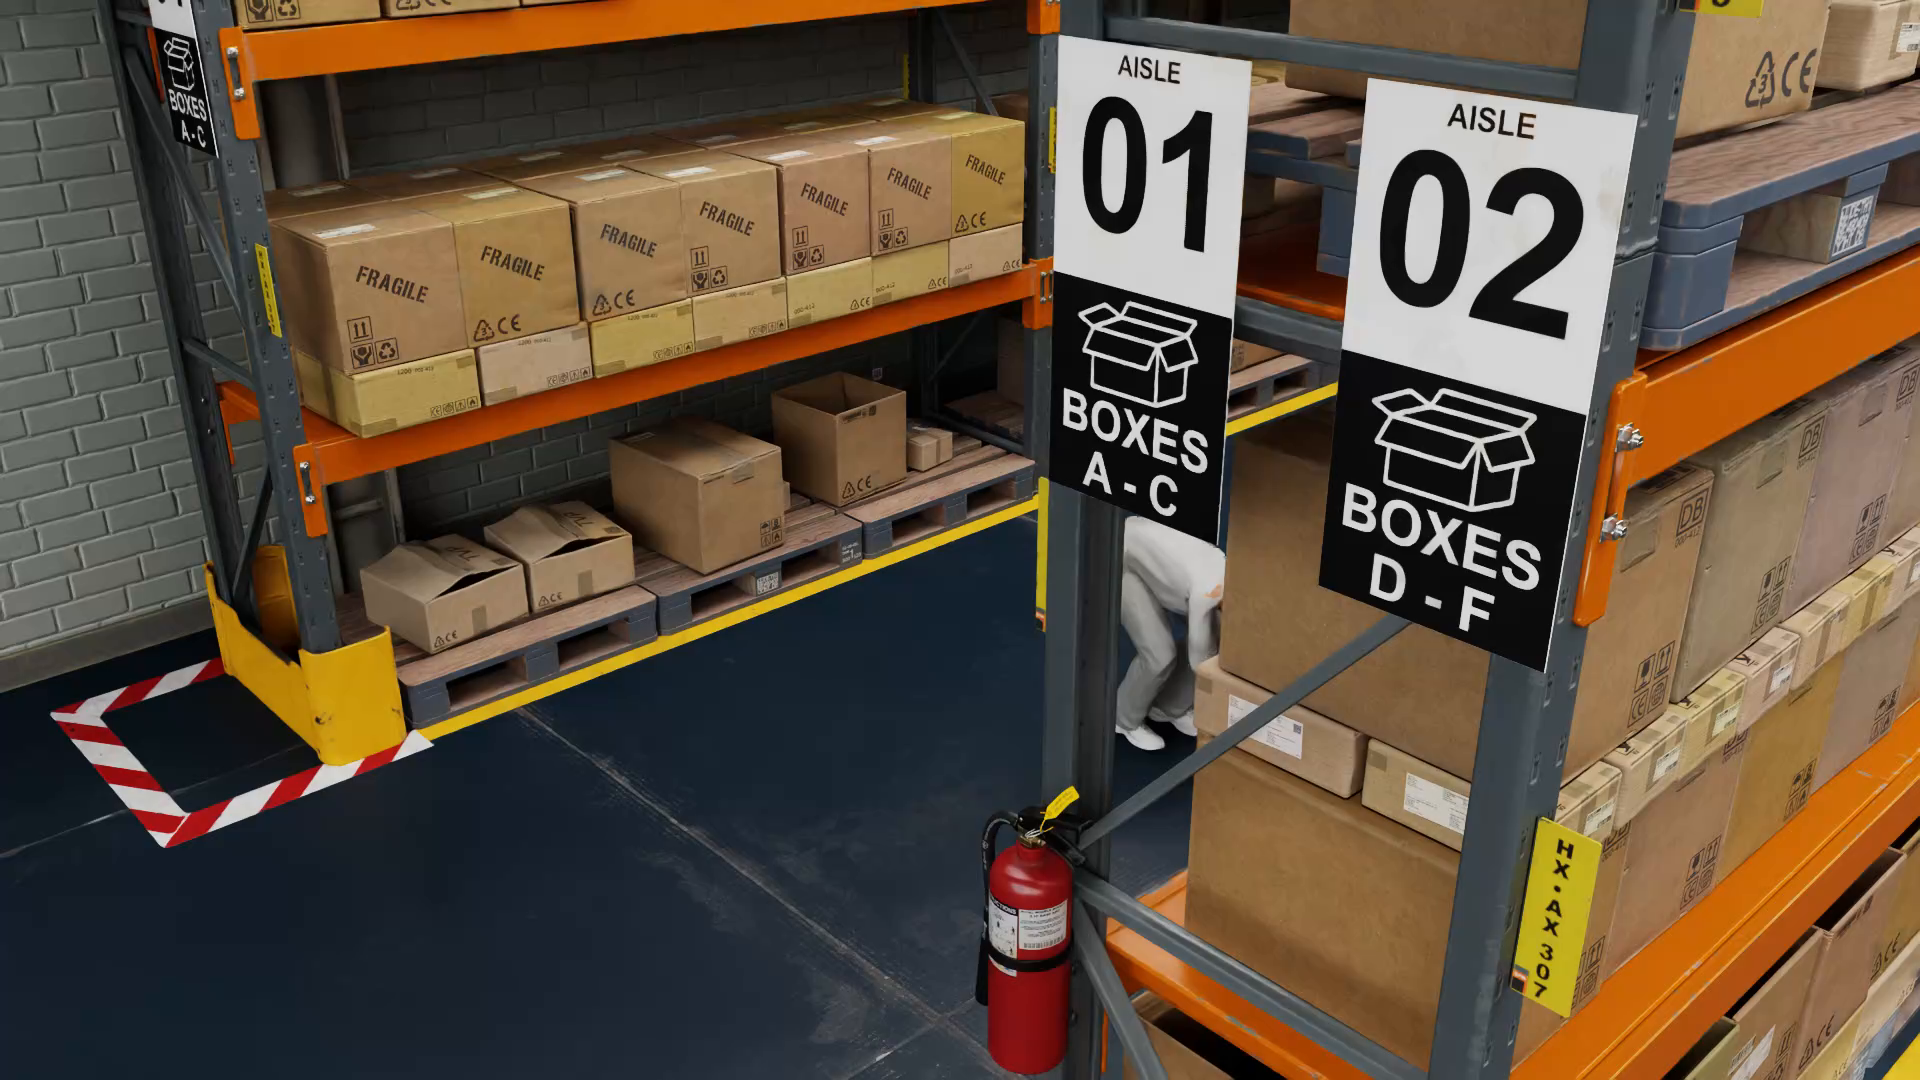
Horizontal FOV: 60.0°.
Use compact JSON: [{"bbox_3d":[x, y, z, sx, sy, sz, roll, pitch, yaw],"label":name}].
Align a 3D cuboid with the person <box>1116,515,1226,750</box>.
[{"bbox_3d":[0.917,0.408,6.601,0.853,0.935,0.451,22,32,39],"label":"person"}]
